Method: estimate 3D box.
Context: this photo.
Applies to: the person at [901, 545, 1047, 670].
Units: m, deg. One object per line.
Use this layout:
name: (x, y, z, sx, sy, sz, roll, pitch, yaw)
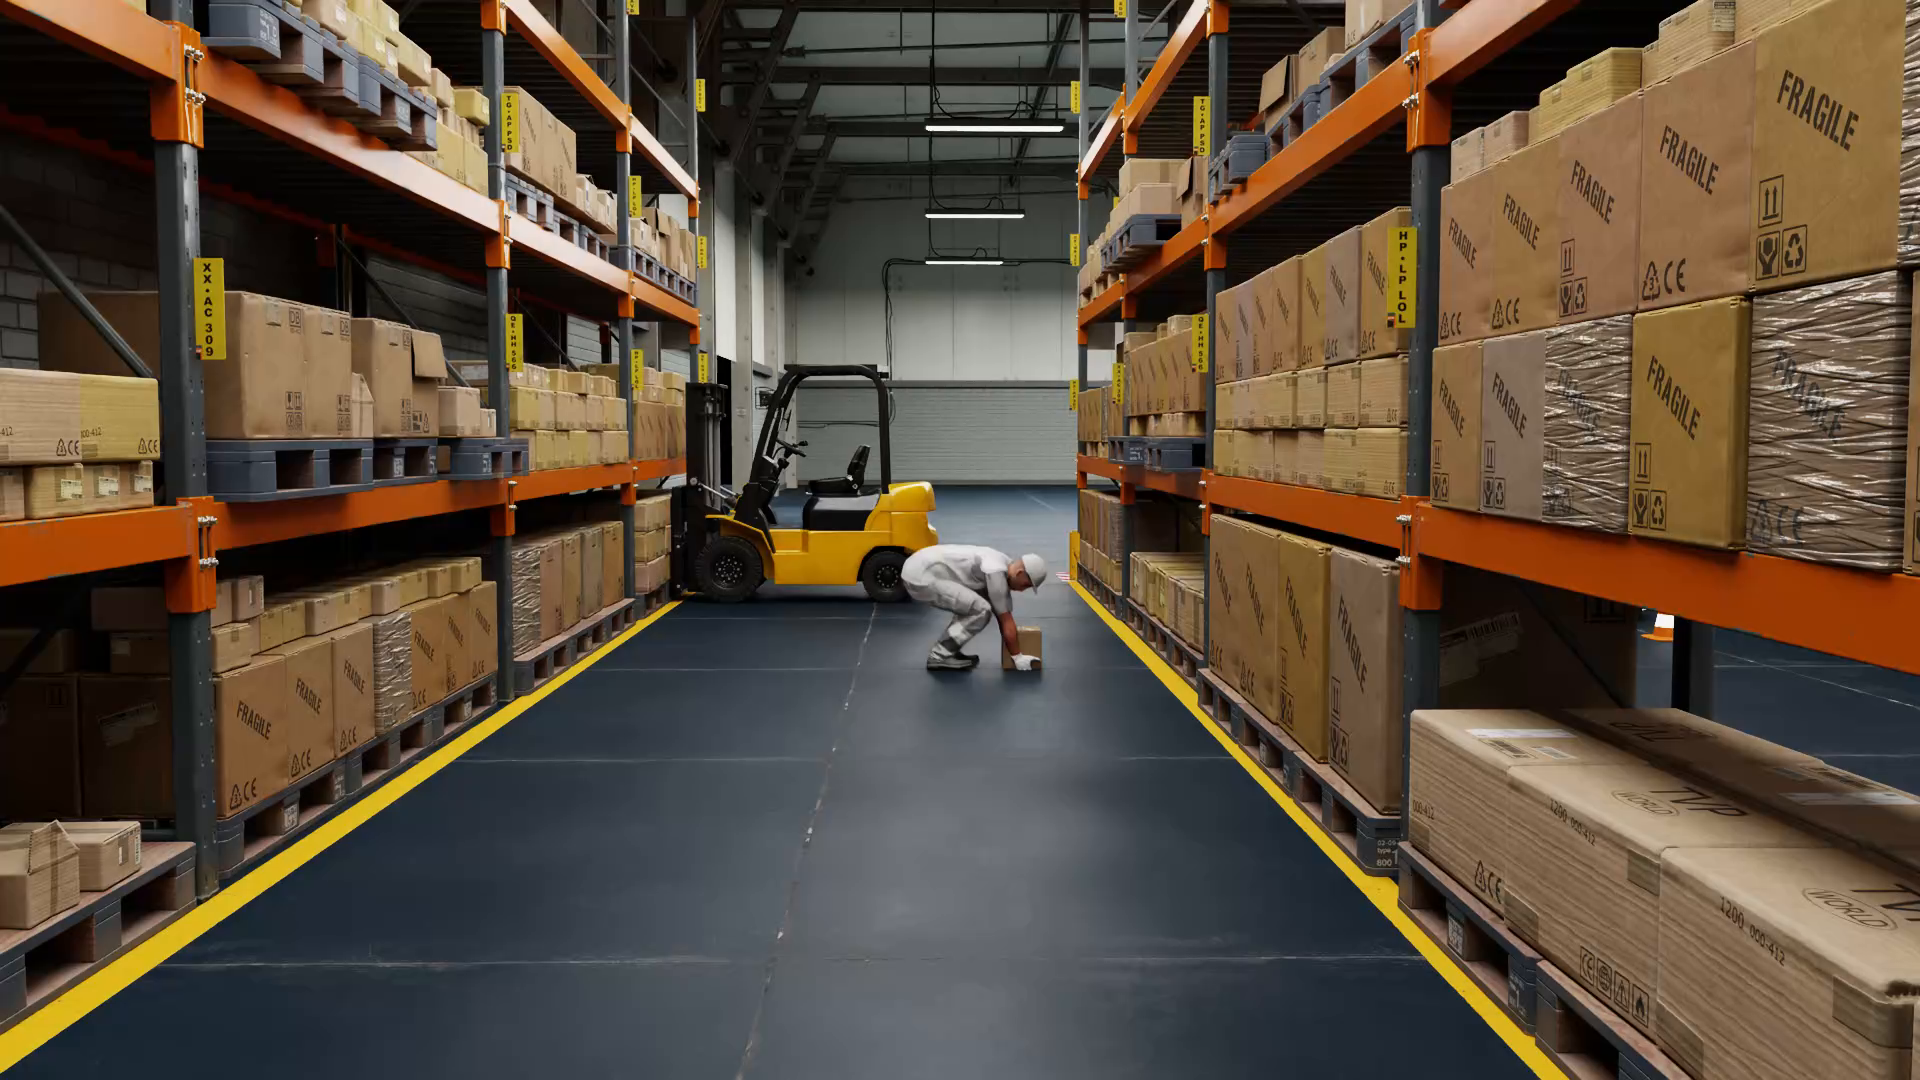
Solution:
person: (0.092, 0.445, 10.921, 0.966, 0.830, 0.516, 0, 4, -3)
